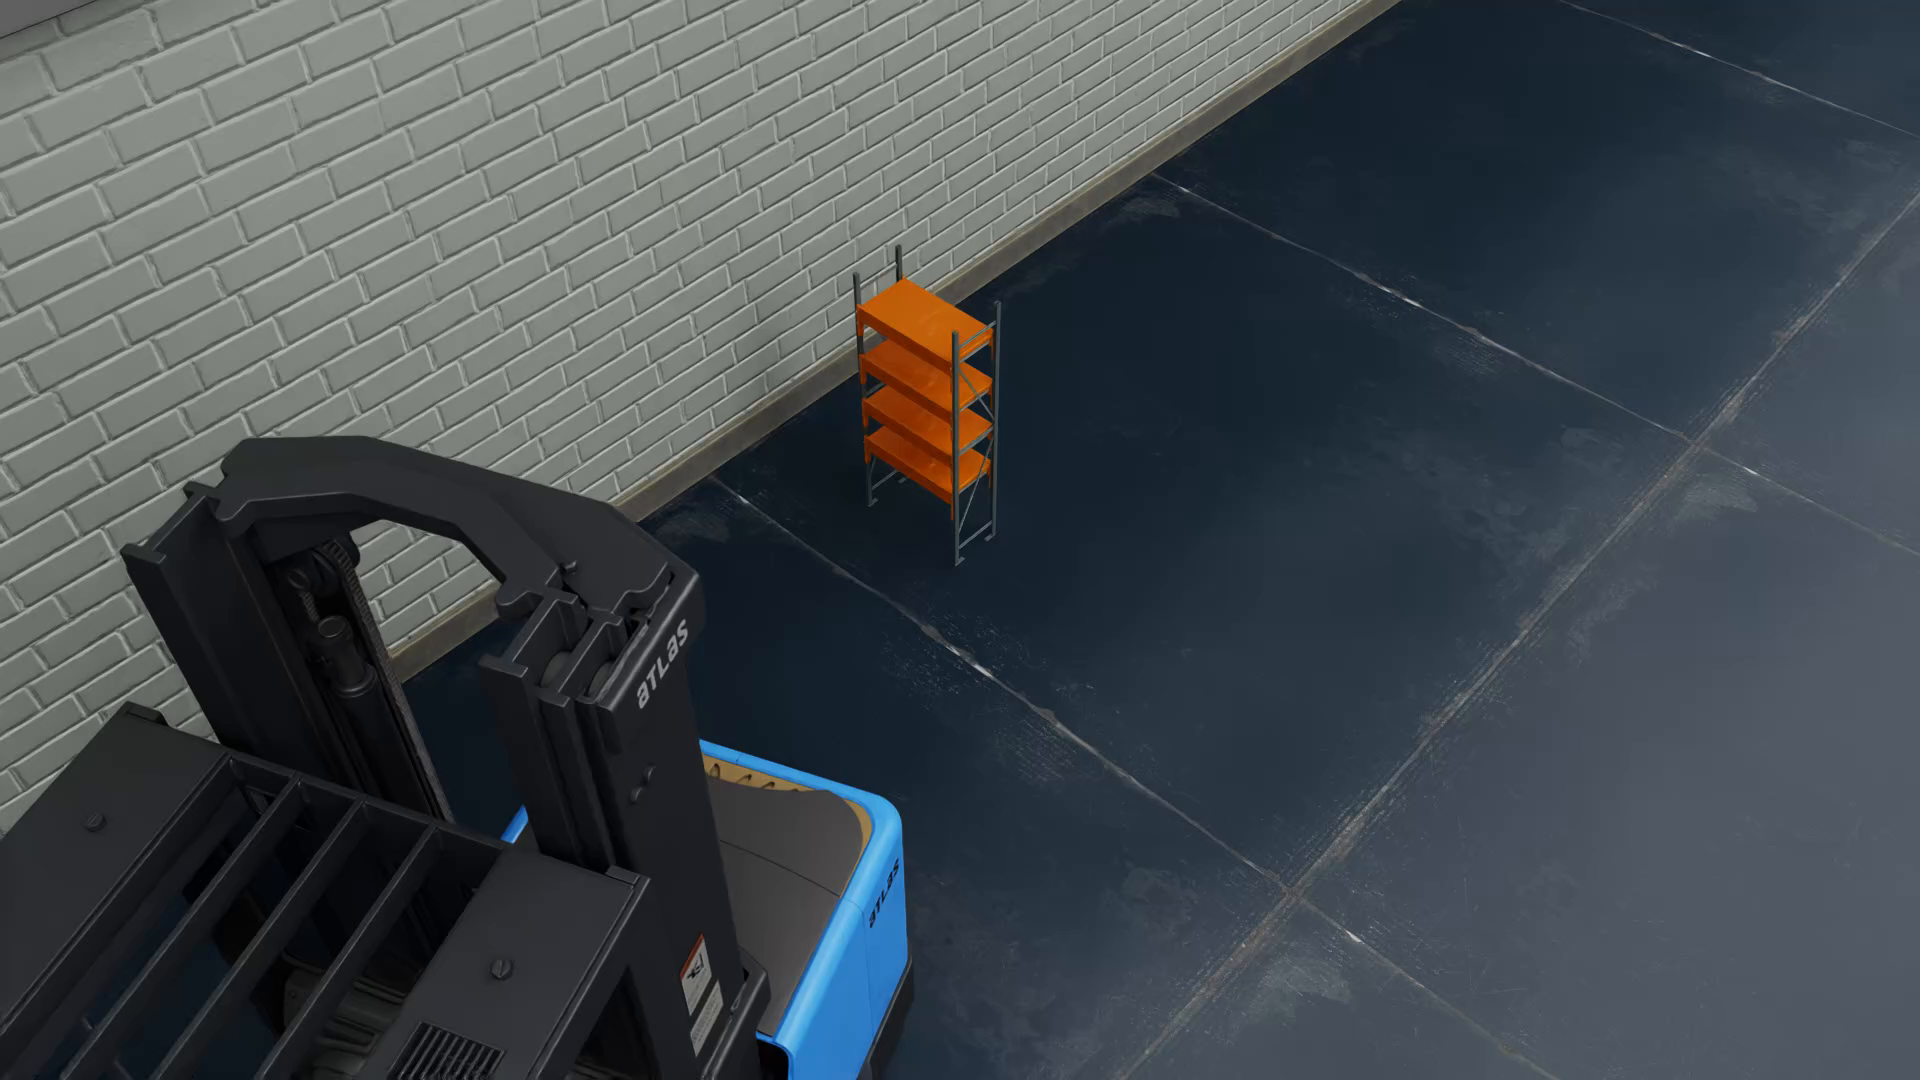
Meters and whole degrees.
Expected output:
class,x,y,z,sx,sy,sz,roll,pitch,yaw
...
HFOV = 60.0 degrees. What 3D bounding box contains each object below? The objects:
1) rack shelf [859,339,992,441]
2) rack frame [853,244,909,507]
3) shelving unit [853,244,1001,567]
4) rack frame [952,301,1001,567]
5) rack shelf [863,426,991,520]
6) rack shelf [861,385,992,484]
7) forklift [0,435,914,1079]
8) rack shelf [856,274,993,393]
class,x,y,z,sx,sy,sz,roll,pitch,yaw
rack shelf,-0.122,-0.600,6.275,0.480,0.148,0.258,34,55,28
rack frame,-0.301,-0.613,6.503,0.015,1.200,0.240,34,55,28
shelving unit,-0.122,-0.493,6.389,0.503,1.200,0.258,34,55,28
rack frame,0.058,-0.372,6.276,0.015,1.200,0.240,34,55,28
rack shelf,-0.122,-0.311,6.583,0.480,0.148,0.258,34,55,28
rack shelf,-0.122,-0.446,6.438,0.480,0.148,0.258,34,55,28
forklift,-1.134,1.344,3.478,1.130,2.935,3.031,15,49,14
rack shelf,-0.122,-0.762,6.103,0.480,0.148,0.258,34,55,28
